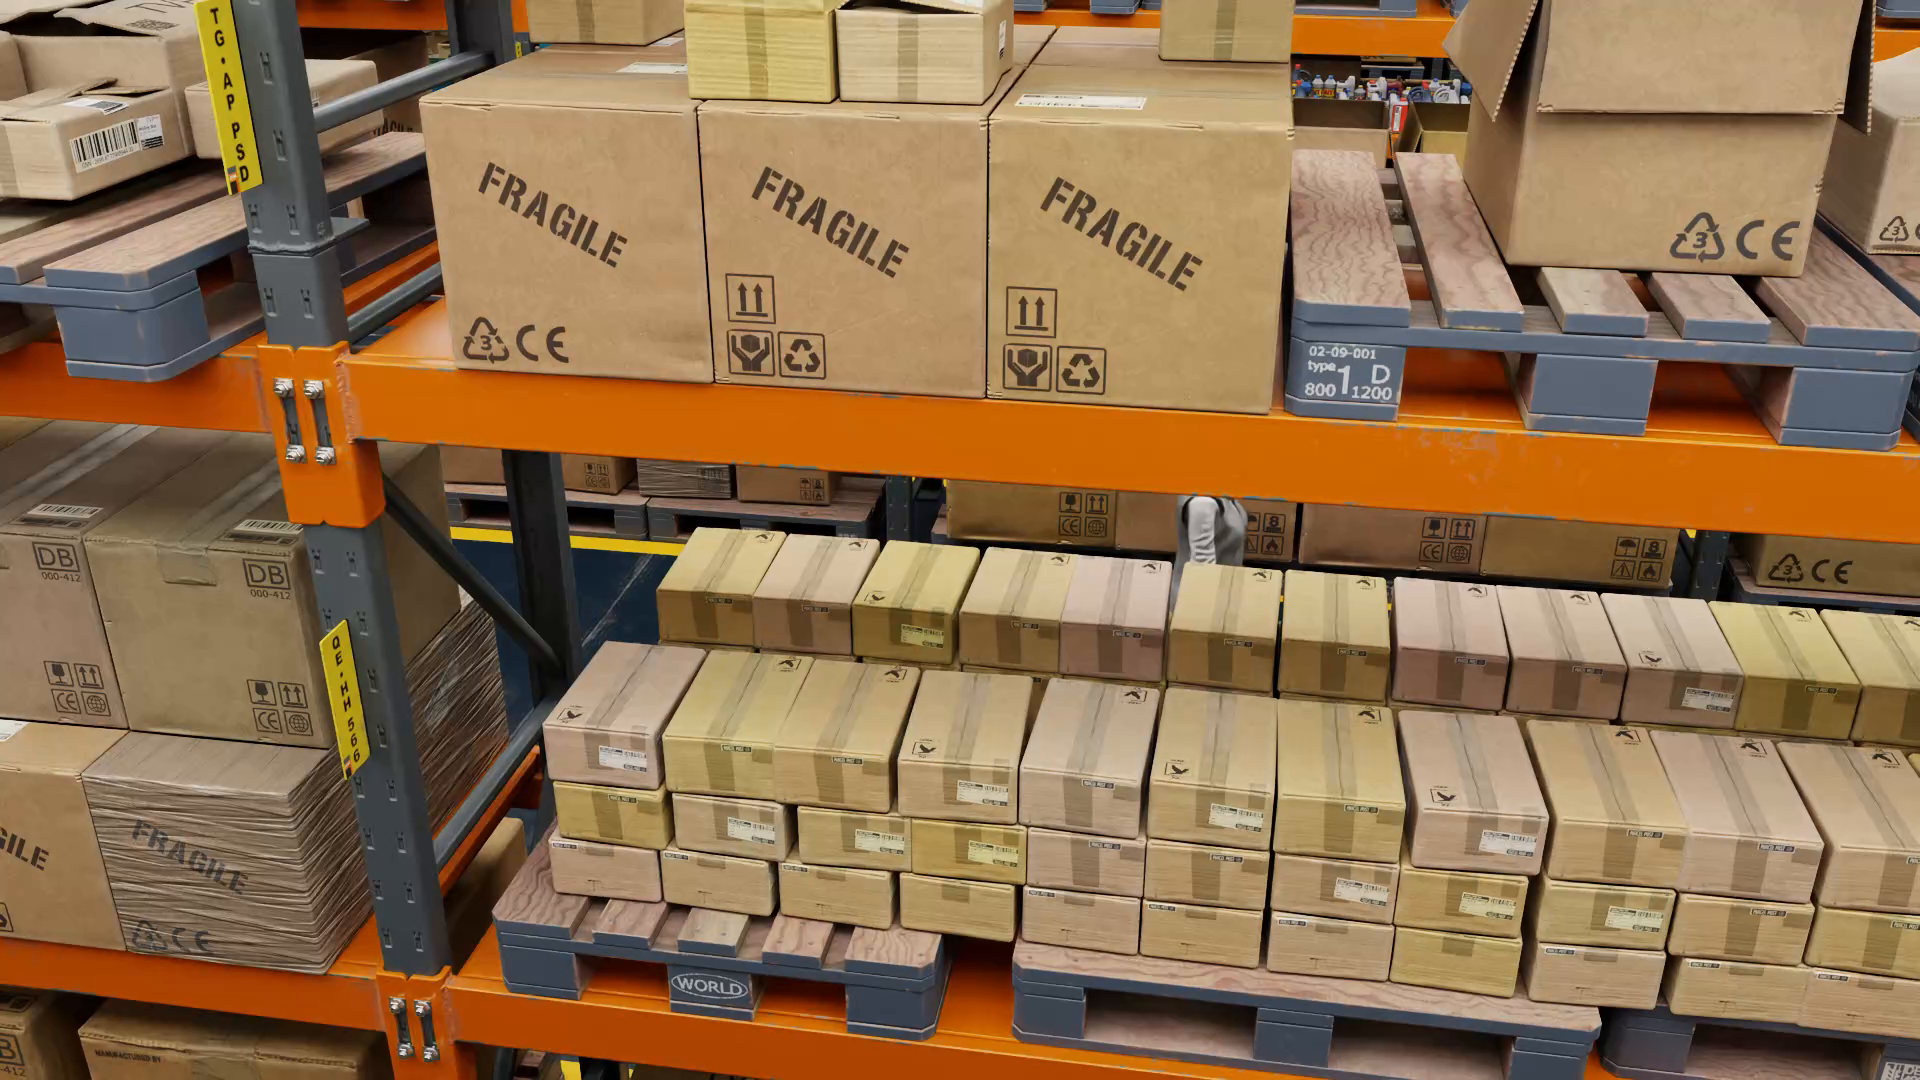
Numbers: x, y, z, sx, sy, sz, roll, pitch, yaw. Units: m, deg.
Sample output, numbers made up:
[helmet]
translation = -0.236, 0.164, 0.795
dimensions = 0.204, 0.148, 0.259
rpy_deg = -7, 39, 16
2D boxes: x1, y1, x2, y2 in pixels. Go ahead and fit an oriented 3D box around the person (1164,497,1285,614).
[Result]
[person]
translation = 0.994, 0.335, 6.604
dimensions = 0.540, 1.444, 0.454
rpy_deg = 4, 26, 9
